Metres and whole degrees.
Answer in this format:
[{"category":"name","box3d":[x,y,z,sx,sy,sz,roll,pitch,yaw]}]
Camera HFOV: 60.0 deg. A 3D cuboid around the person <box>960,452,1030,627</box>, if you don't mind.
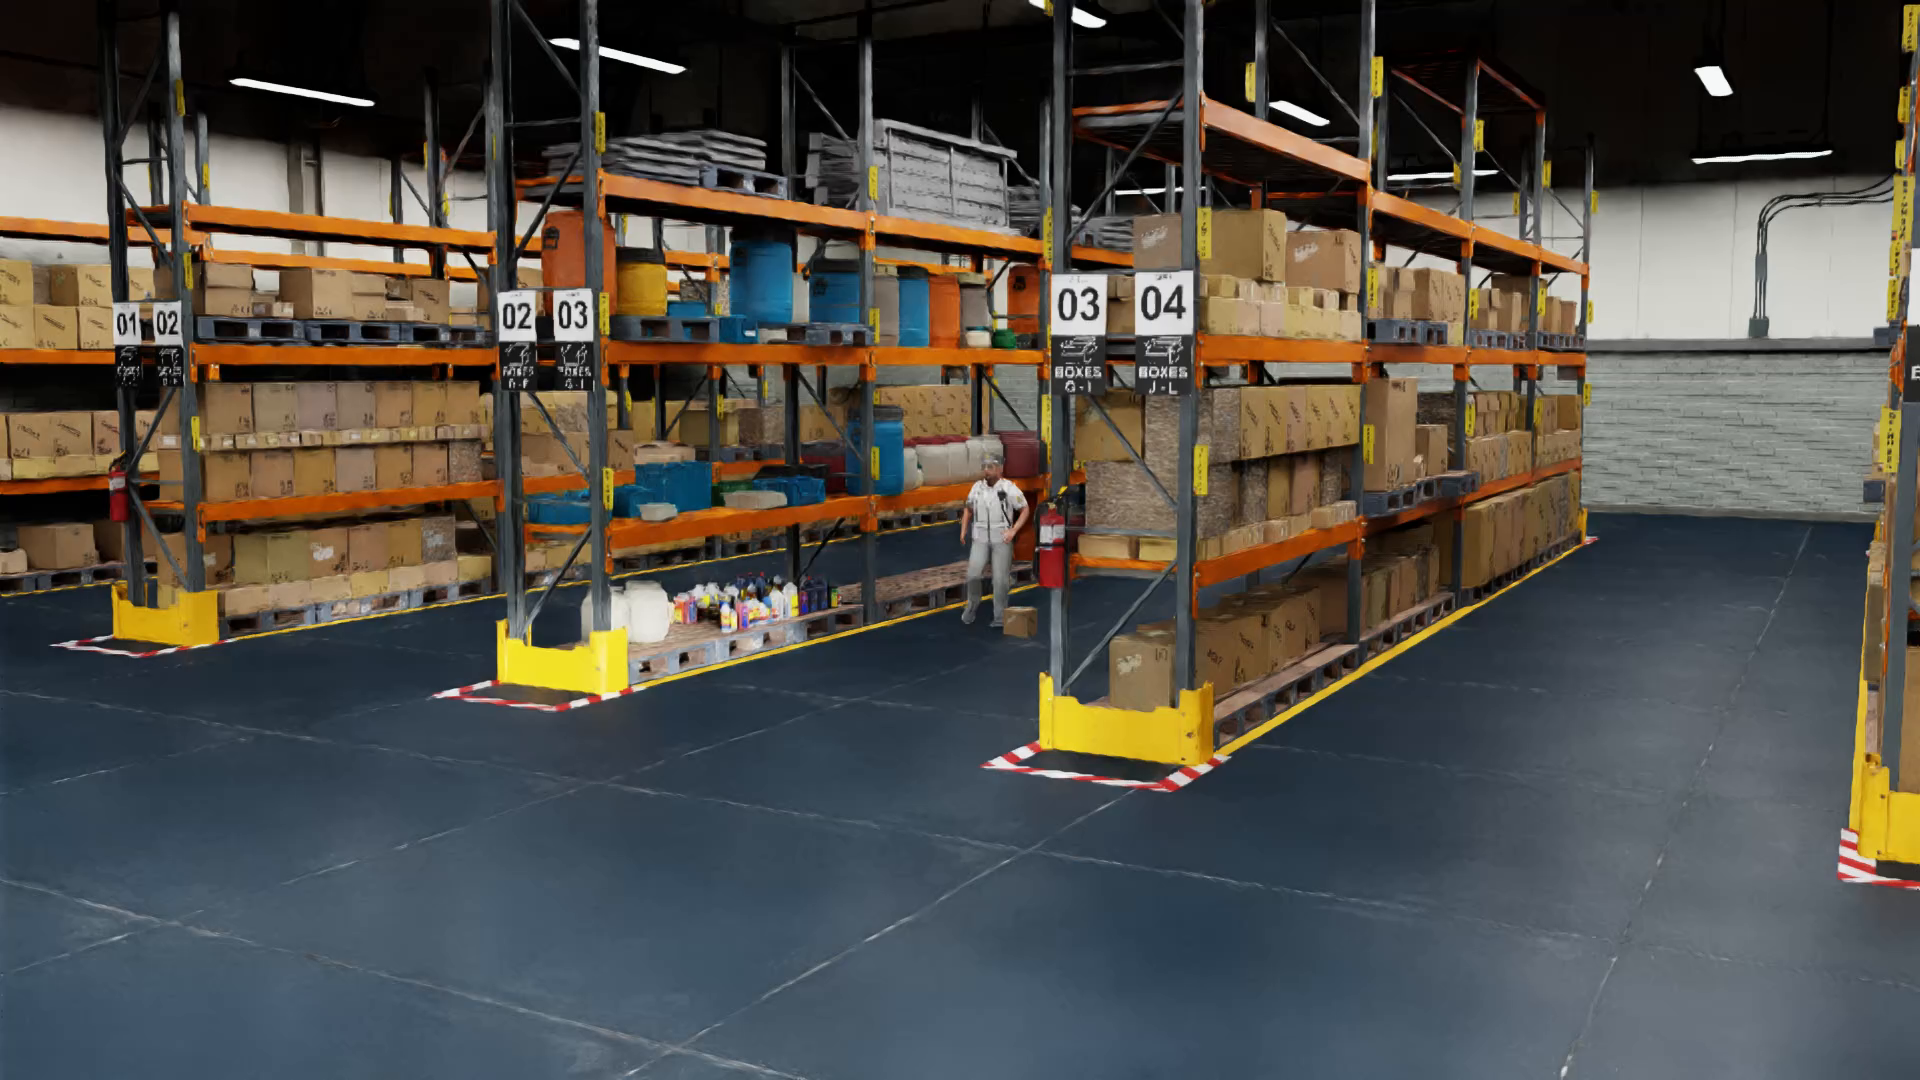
[{"category":"person","box3d":[0.340,-0.001,16.663,0.706,1.753,0.514,1,6,12]}]
